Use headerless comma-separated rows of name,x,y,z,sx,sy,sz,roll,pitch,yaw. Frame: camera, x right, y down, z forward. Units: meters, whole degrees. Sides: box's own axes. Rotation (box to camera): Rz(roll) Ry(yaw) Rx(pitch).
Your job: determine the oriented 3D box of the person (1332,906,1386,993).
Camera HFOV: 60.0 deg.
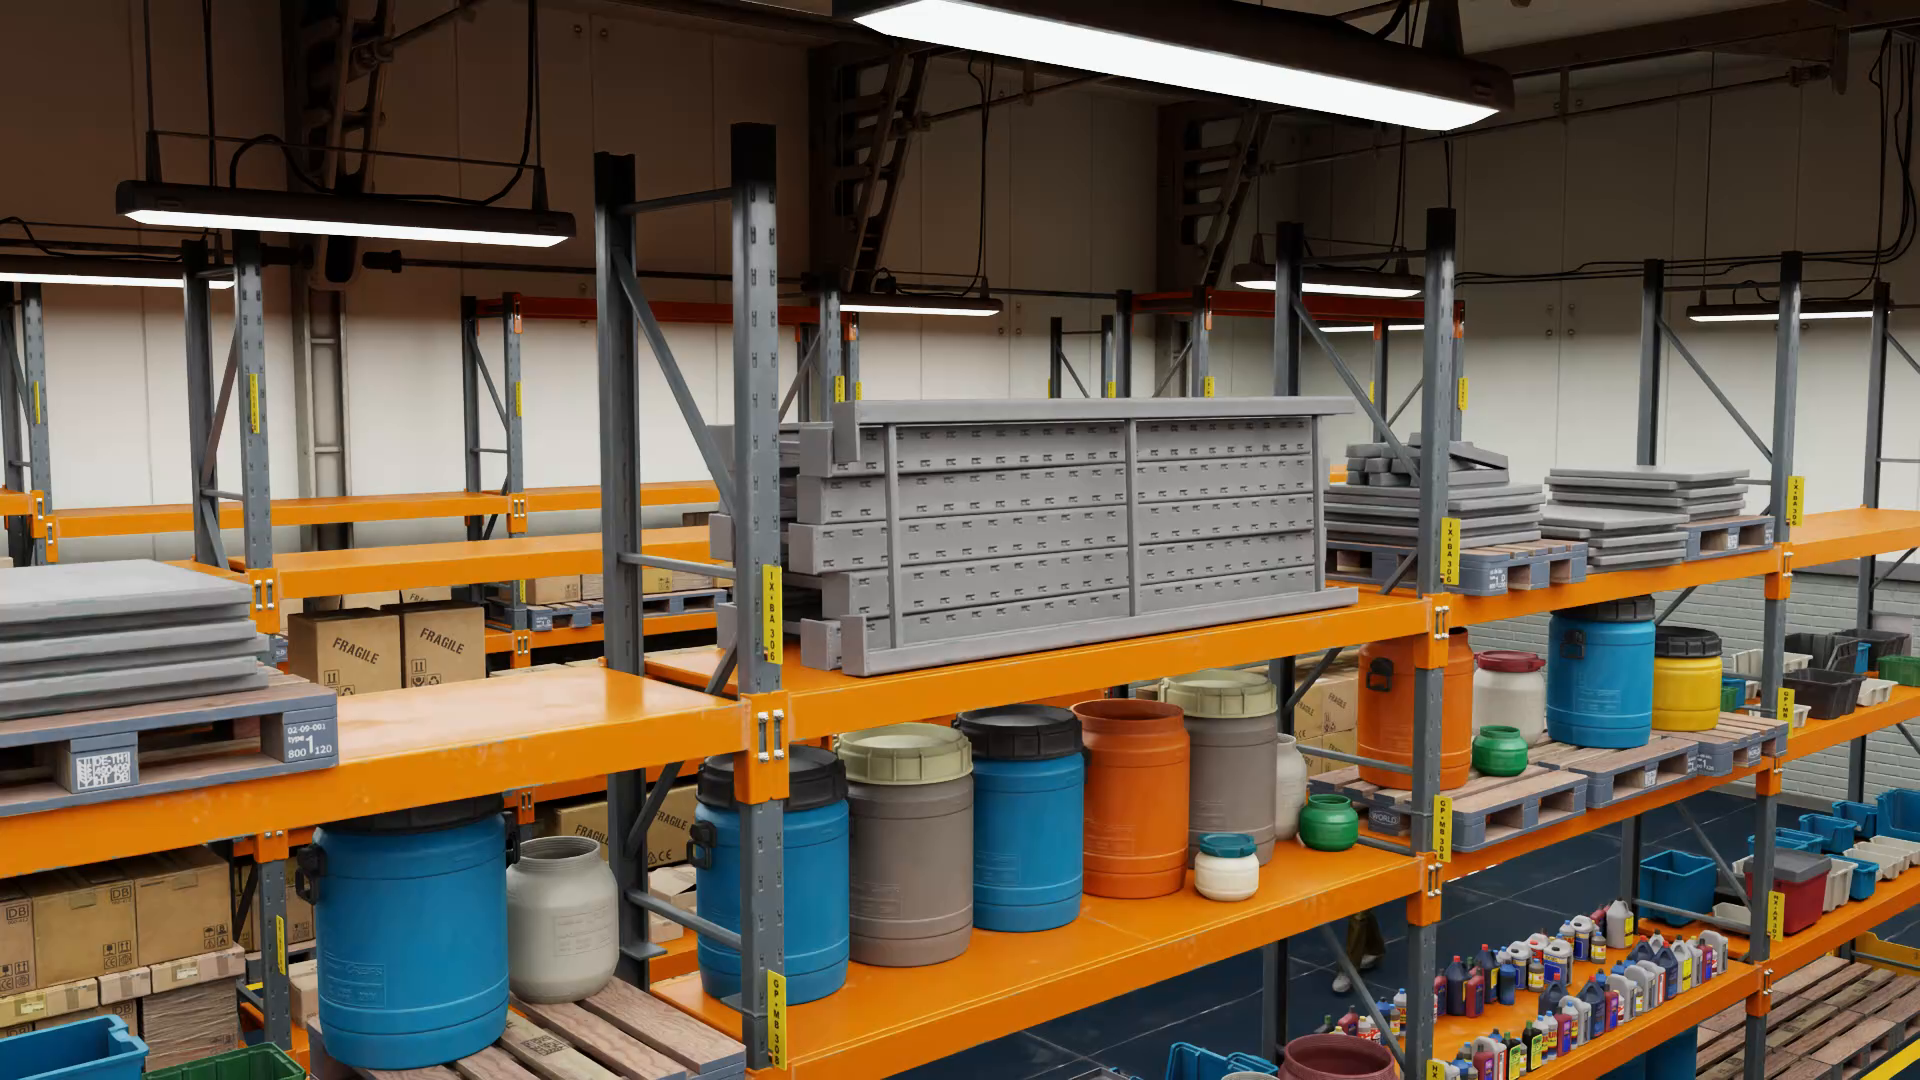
person,3.404,2.911,14.384,0.988,1.741,0.597,-4,7,-36
